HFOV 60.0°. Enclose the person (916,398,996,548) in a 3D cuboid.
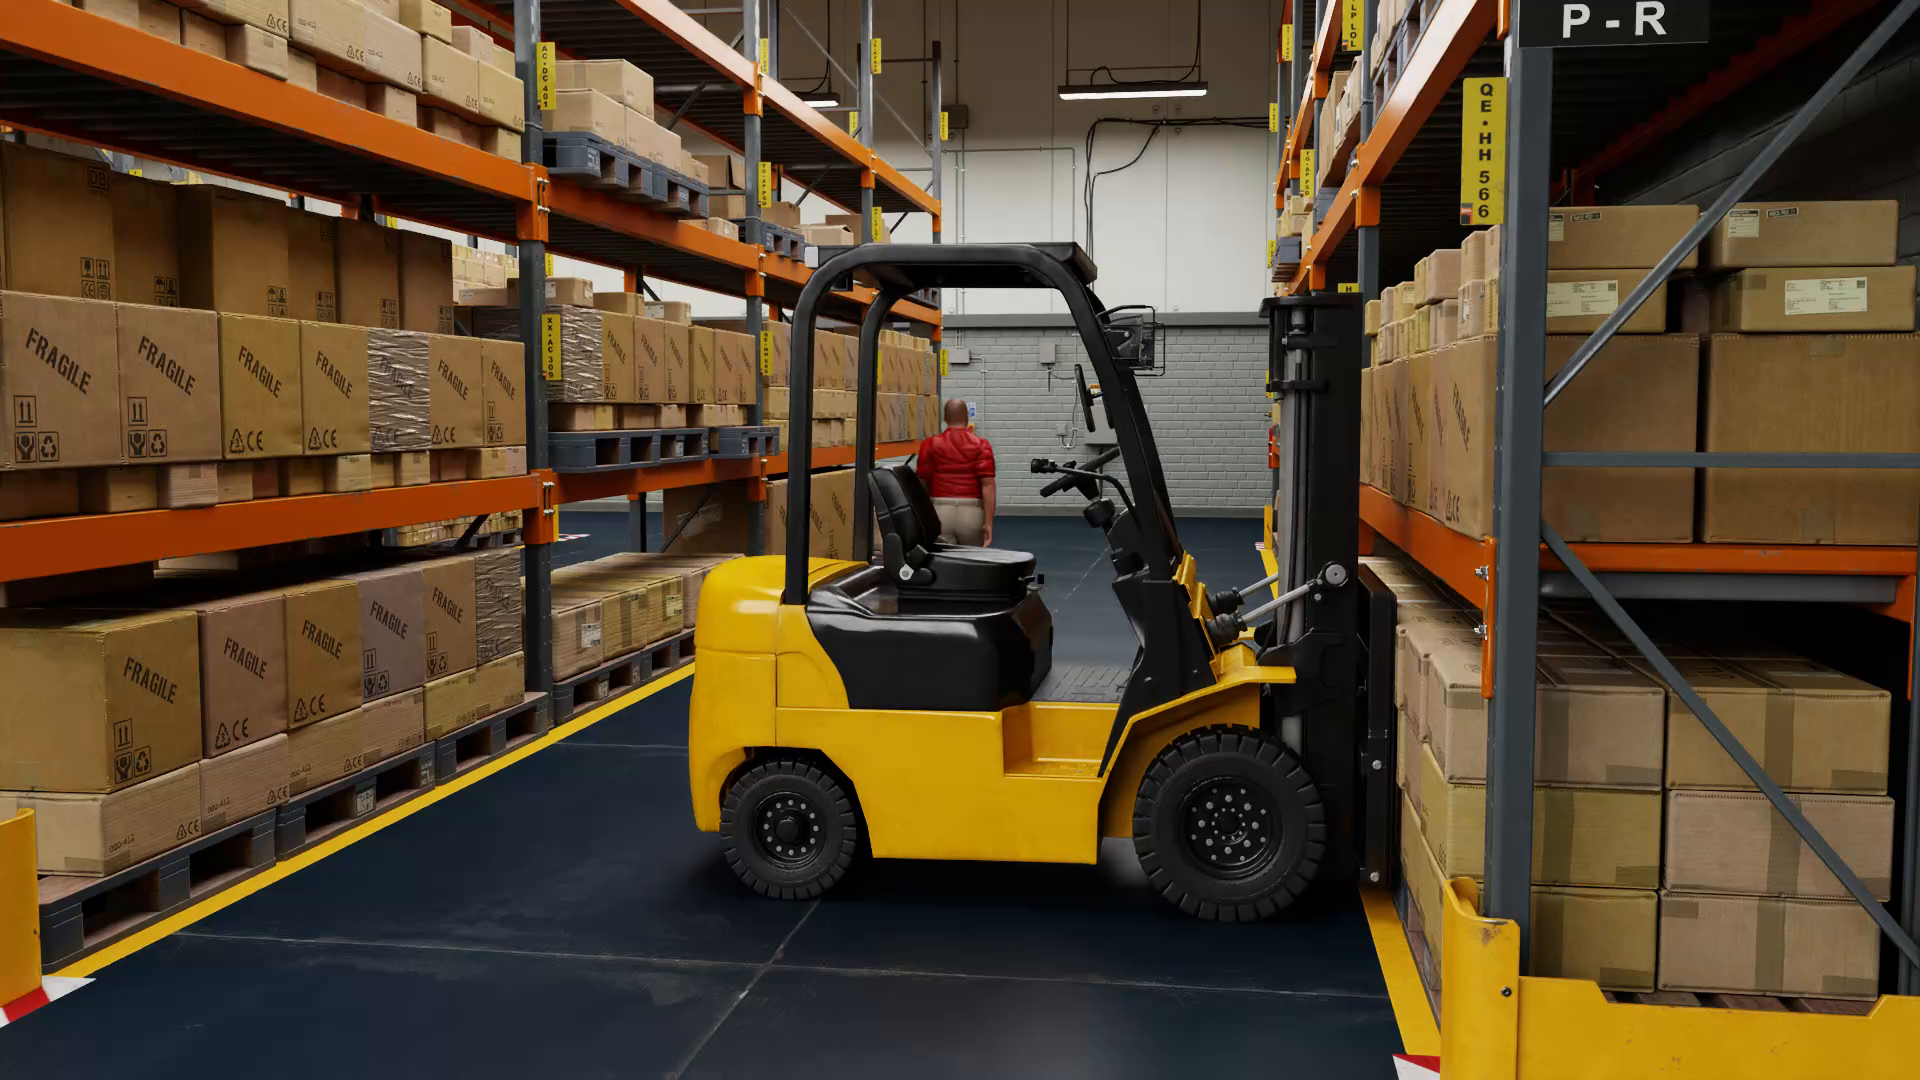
[{"bbox_3d":[-0.028,-0.137,11.340,0.548,1.661,1.045,0,4,0],"label":"person"}]
